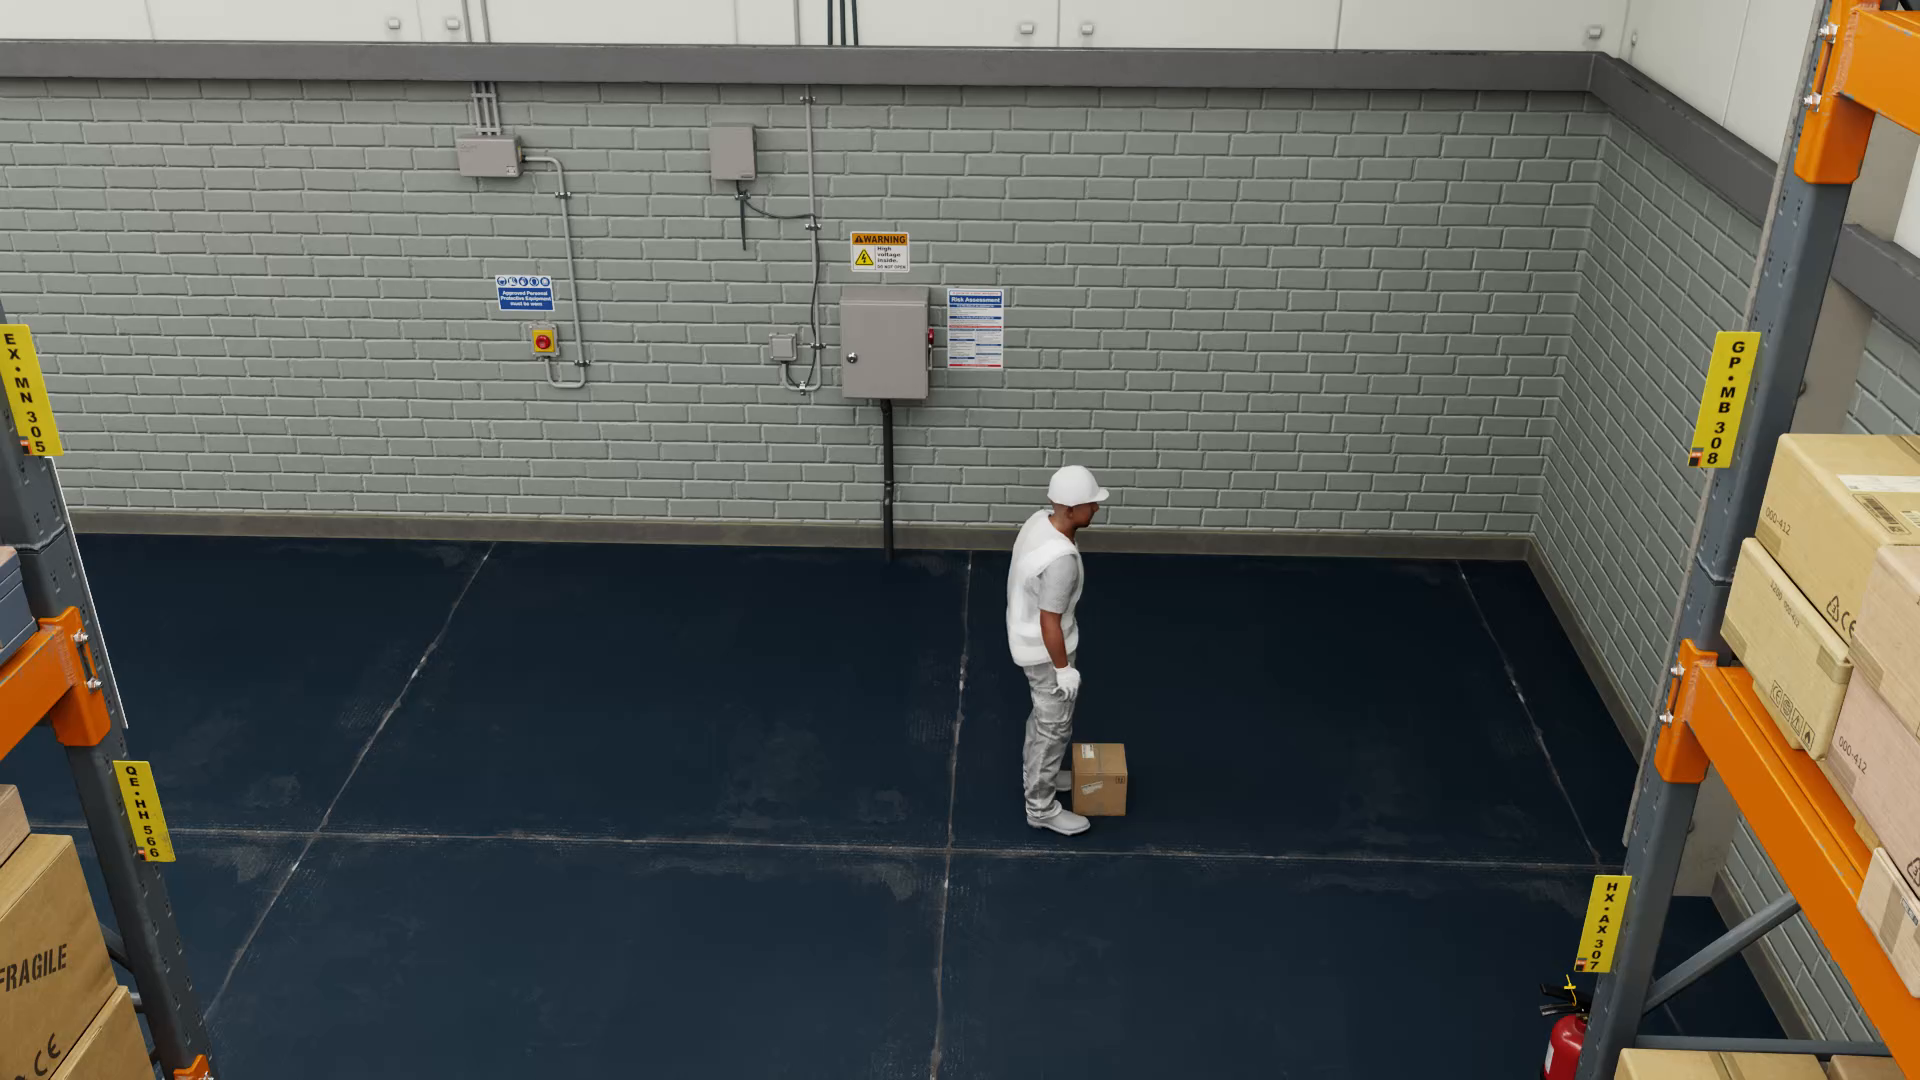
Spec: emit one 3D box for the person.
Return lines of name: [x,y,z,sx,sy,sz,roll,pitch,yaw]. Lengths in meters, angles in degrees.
person: [0.446,0.484,7.687,0.452,1.774,0.630,0,28,1]
